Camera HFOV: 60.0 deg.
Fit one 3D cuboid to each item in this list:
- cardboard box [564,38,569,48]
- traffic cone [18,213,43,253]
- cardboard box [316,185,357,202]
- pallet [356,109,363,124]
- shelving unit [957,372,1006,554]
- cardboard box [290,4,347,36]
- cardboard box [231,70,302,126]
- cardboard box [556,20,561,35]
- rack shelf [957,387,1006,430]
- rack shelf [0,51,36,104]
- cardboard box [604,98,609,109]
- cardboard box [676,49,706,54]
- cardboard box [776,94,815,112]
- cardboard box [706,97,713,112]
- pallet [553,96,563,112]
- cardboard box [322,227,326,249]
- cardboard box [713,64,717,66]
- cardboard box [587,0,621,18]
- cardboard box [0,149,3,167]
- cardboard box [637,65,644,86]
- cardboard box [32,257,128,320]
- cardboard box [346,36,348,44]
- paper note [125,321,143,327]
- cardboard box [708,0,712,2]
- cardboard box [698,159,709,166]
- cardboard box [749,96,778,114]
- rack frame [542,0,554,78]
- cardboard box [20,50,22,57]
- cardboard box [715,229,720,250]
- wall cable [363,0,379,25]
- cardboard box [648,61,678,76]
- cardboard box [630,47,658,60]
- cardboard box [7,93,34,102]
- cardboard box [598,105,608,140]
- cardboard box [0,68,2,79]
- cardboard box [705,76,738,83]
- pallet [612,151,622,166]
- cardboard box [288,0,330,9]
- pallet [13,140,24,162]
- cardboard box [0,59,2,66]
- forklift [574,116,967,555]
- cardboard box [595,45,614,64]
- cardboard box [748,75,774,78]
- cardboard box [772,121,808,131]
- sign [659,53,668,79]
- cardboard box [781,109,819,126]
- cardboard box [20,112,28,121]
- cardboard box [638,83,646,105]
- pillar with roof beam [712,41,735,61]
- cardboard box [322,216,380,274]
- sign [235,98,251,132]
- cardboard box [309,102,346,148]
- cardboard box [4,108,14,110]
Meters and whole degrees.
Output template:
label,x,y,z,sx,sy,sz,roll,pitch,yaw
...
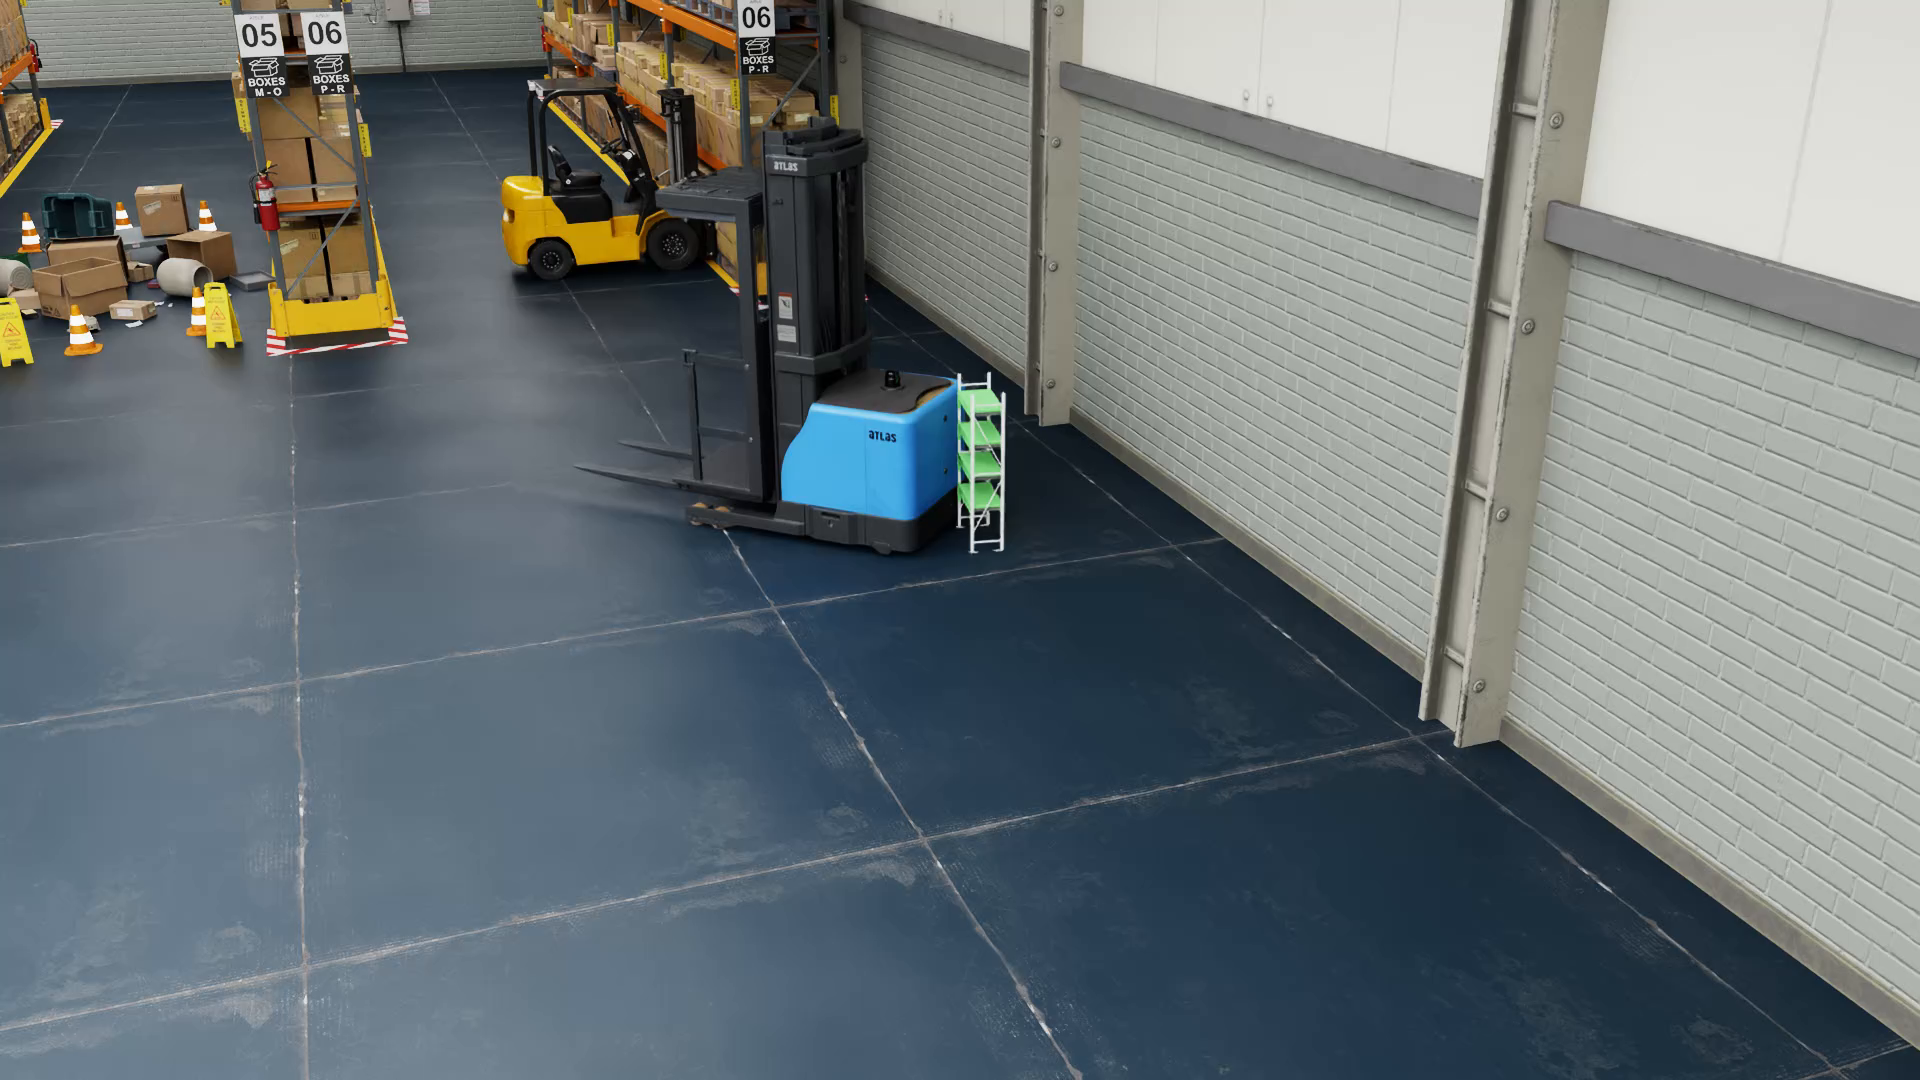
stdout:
label,x,y,z,sx,sy,sz,roll,pitch,yaw
cardboard box,-6.927,-8.973,30.002,0.380,0.149,0.250,-9,24,-20
traffic cone,-11.640,-3.858,20.807,0.336,0.463,0.334,-8,24,-19
cardboard box,-6.497,-3.631,17.326,0.380,0.149,0.250,-8,24,-19
pallet,-8.118,-5.257,21.108,1.003,0.211,1.213,-8,24,-19
shelving unit,0.150,-0.558,12.029,0.258,1.200,0.503,-4,23,-10
cardboard box,-6.499,-5.264,16.825,0.500,0.250,0.500,-9,24,-20
cardboard box,-7.404,-4.750,17.859,0.700,0.500,0.500,-9,24,-20
cardboard box,-7.112,-9.407,30.517,0.500,0.250,0.500,-9,24,-20
rack shelf,0.150,-0.942,11.868,0.258,0.148,0.480,-4,23,-10
rack shelf,-16.112,-7.634,27.427,1.077,0.370,4.000,-8,24,-19
cardboard box,-5.608,-7.155,27.206,0.380,0.149,0.250,-10,25,-22
cardboard box,-3.881,-6.992,24.012,0.380,0.149,0.250,-9,24,-20
cardboard box,-1.847,-4.910,18.691,0.380,0.149,0.250,-9,24,-20
cardboard box,-2.789,-5.172,19.696,0.380,0.149,0.250,-8,24,-19
pallet,-7.271,-8.488,32.118,1.003,0.211,1.213,-8,24,-19
cardboard box,-7.829,-3.531,19.764,0.500,0.250,0.500,-7,24,-16
cardboard box,-3.311,-6.337,22.460,0.380,0.149,0.250,-9,25,-21
cardboard box,-6.445,-9.628,30.077,0.500,0.500,0.500,-9,24,-20
cardboard box,-14.727,-5.860,24.968,0.500,0.500,0.500,-9,24,-20
cardboard box,-4.279,-6.593,23.581,0.500,0.250,0.500,-8,24,-18
cardboard box,-9.560,-2.735,18.091,0.637,0.503,0.797,12,26,27
cardboard box,-6.384,-5.026,16.774,0.380,0.149,0.250,-8,24,-19
paper note,-8.767,-2.297,17.660,0.148,0.019,0.142,-18,29,-37
cardboard box,-2.581,-6.458,19.050,0.700,0.500,0.500,-8,24,-19
cardboard box,-3.293,-4.712,21.279,0.500,0.250,0.500,-8,24,-19
cardboard box,-2.252,-4.860,18.573,0.380,0.149,0.250,-8,24,-19
rack frame,-7.581,-10.091,32.329,1.000,3.000,0.127,-8,24,-19
cardboard box,-16.283,-8.312,28.433,0.380,0.149,0.250,-9,24,-20
cardboard box,-2.725,-3.696,20.156,0.500,0.250,0.500,-8,24,-18
wall cable,-12.914,-12.121,35.838,0.588,1.984,0.122,-8,24,-19
cardboard box,-4.032,-6.434,22.689,0.380,0.149,0.250,-9,25,-21
cardboard box,-4.603,-7.093,24.252,0.380,0.149,0.250,-8,24,-18
cardboard box,-16.394,-7.689,28.994,0.380,0.149,0.250,-8,24,-18
cardboard box,-5.660,-6.909,27.457,0.500,0.500,0.500,-9,25,-21
cardboard box,-15.199,-7.271,25.962,0.380,0.149,0.250,-7,24,-17
cardboard box,-2.873,-5.511,20.115,0.380,0.149,0.250,-8,24,-19
pallet,-4.983,-6.175,26.630,1.003,0.211,1.213,-8,24,-19
cardboard box,-6.506,-5.386,16.601,0.380,0.149,0.250,-9,24,-19
pallet,-15.676,-6.193,26.672,1.003,0.211,1.213,-8,24,-19
cardboard box,-15.344,-7.637,25.995,0.500,0.500,0.500,-9,24,-20
forklift,-1.510,-1.606,12.287,3.031,2.935,1.130,10,25,22
cardboard box,-5.430,-7.647,26.184,0.500,0.250,0.500,-10,25,-21
cardboard box,-2.464,-5.572,20.261,0.380,0.149,0.250,-8,24,-17
cardboard box,-1.844,-4.541,19.034,0.500,0.500,0.500,-8,24,-17
sign,-3.846,-6.149,21.589,0.100,0.325,0.005,-8,24,-19
cardboard box,-1.806,-4.781,18.767,0.380,0.149,0.250,-9,24,-20
cardboard box,-15.911,-7.086,27.947,0.380,0.149,0.250,-7,24,-16
cardboard box,-4.283,-6.362,23.675,0.500,0.250,0.500,-8,24,-17
pillar with roof beam,-7.478,-9.008,22.035,9.100,9.000,0.400,-8,24,-19
cardboard box,-6.606,-3.206,18.029,0.500,0.500,0.500,-9,25,-21
sign,-7.097,-4.205,16.467,0.100,0.325,0.005,-8,24,-19
cardboard box,-7.219,-4.730,19.098,0.500,0.500,0.500,-8,24,-18
cardboard box,-15.811,-7.023,27.414,0.380,0.149,0.250,-9,25,-21
